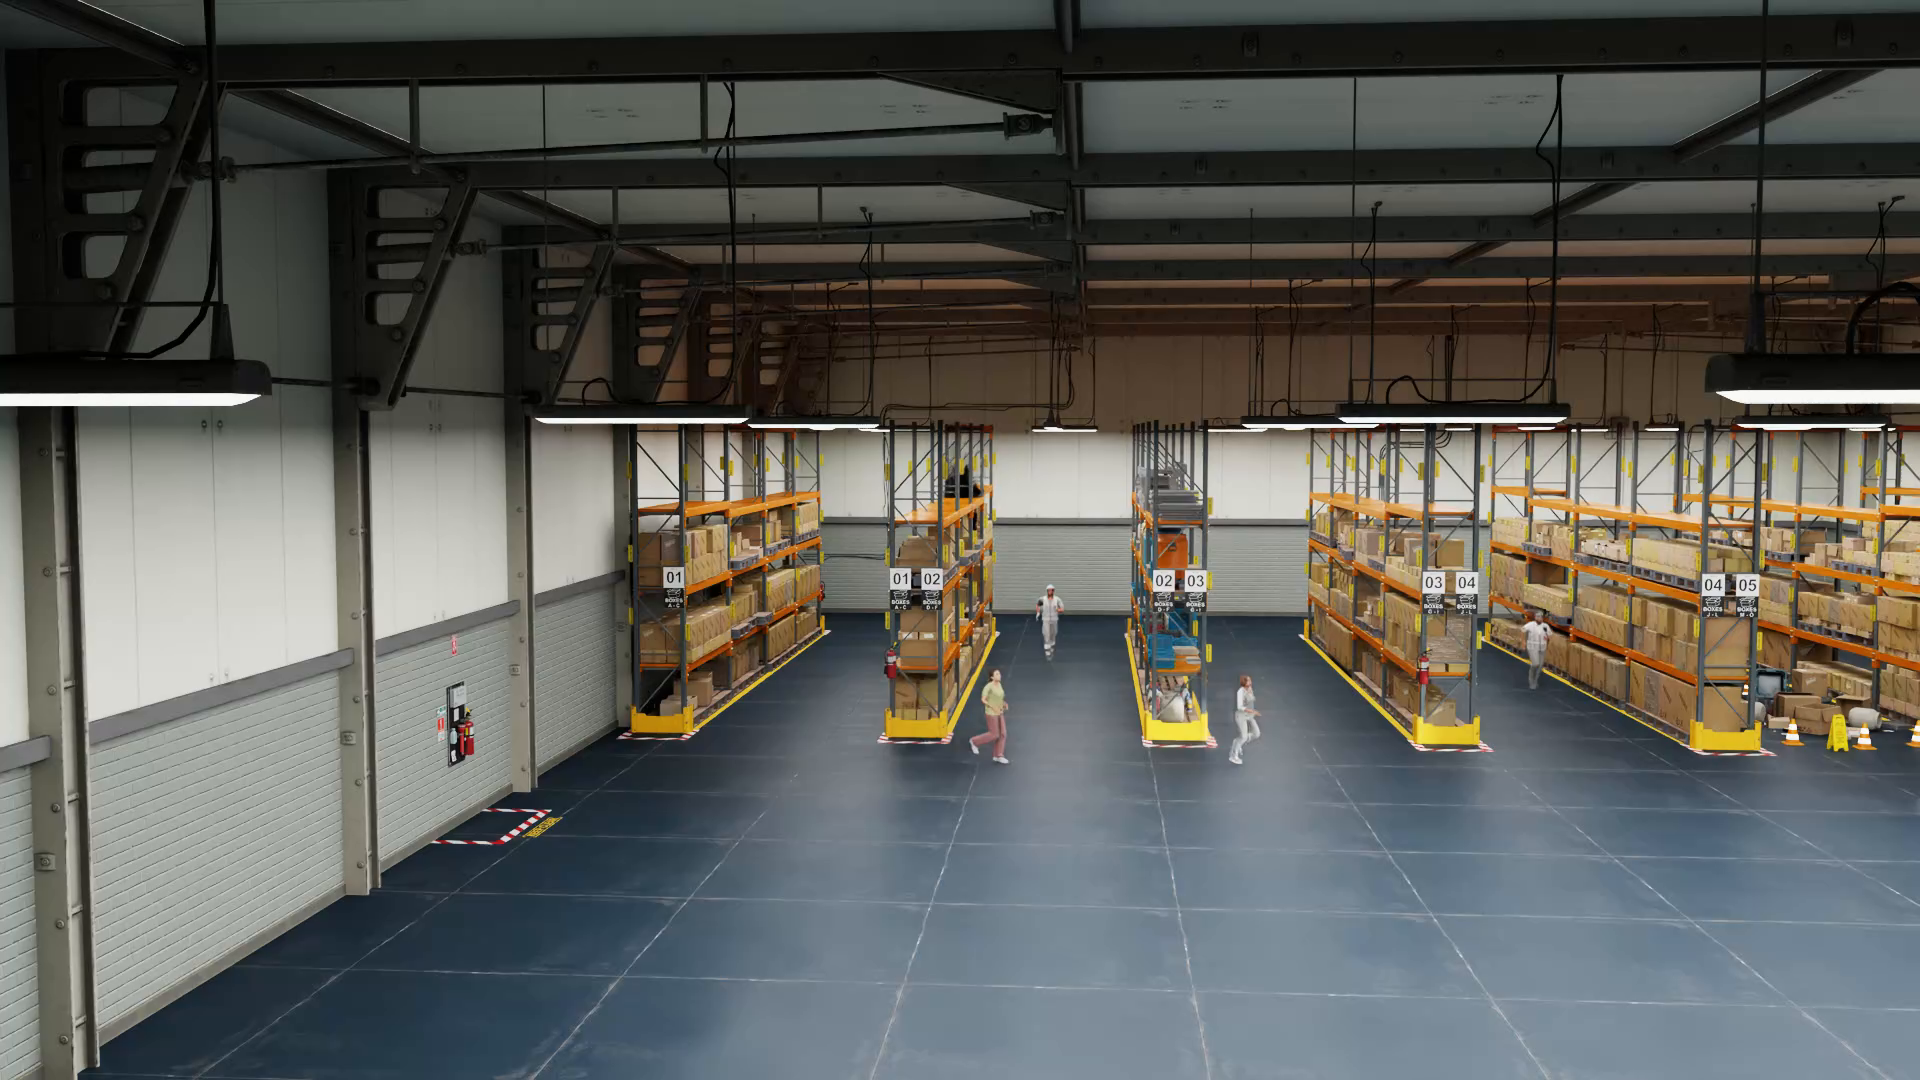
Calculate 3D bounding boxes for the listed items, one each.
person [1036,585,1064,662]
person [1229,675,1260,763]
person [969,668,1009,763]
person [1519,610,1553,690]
[{"bbox_3d":[2.169,1.983,39.936,0.659,1.814,0.901,0,4,-4],"label":"person"},{"bbox_3d":[5.001,3.115,28.994,0.626,1.559,0.575,3,5,40],"label":"person"},{"bbox_3d":[0.557,3.065,29.217,0.734,1.654,0.585,2,4,34],"label":"person"},{"bbox_3d":[12.994,2.478,37.400,0.646,1.811,0.686,0,4,-4],"label":"person"}]
